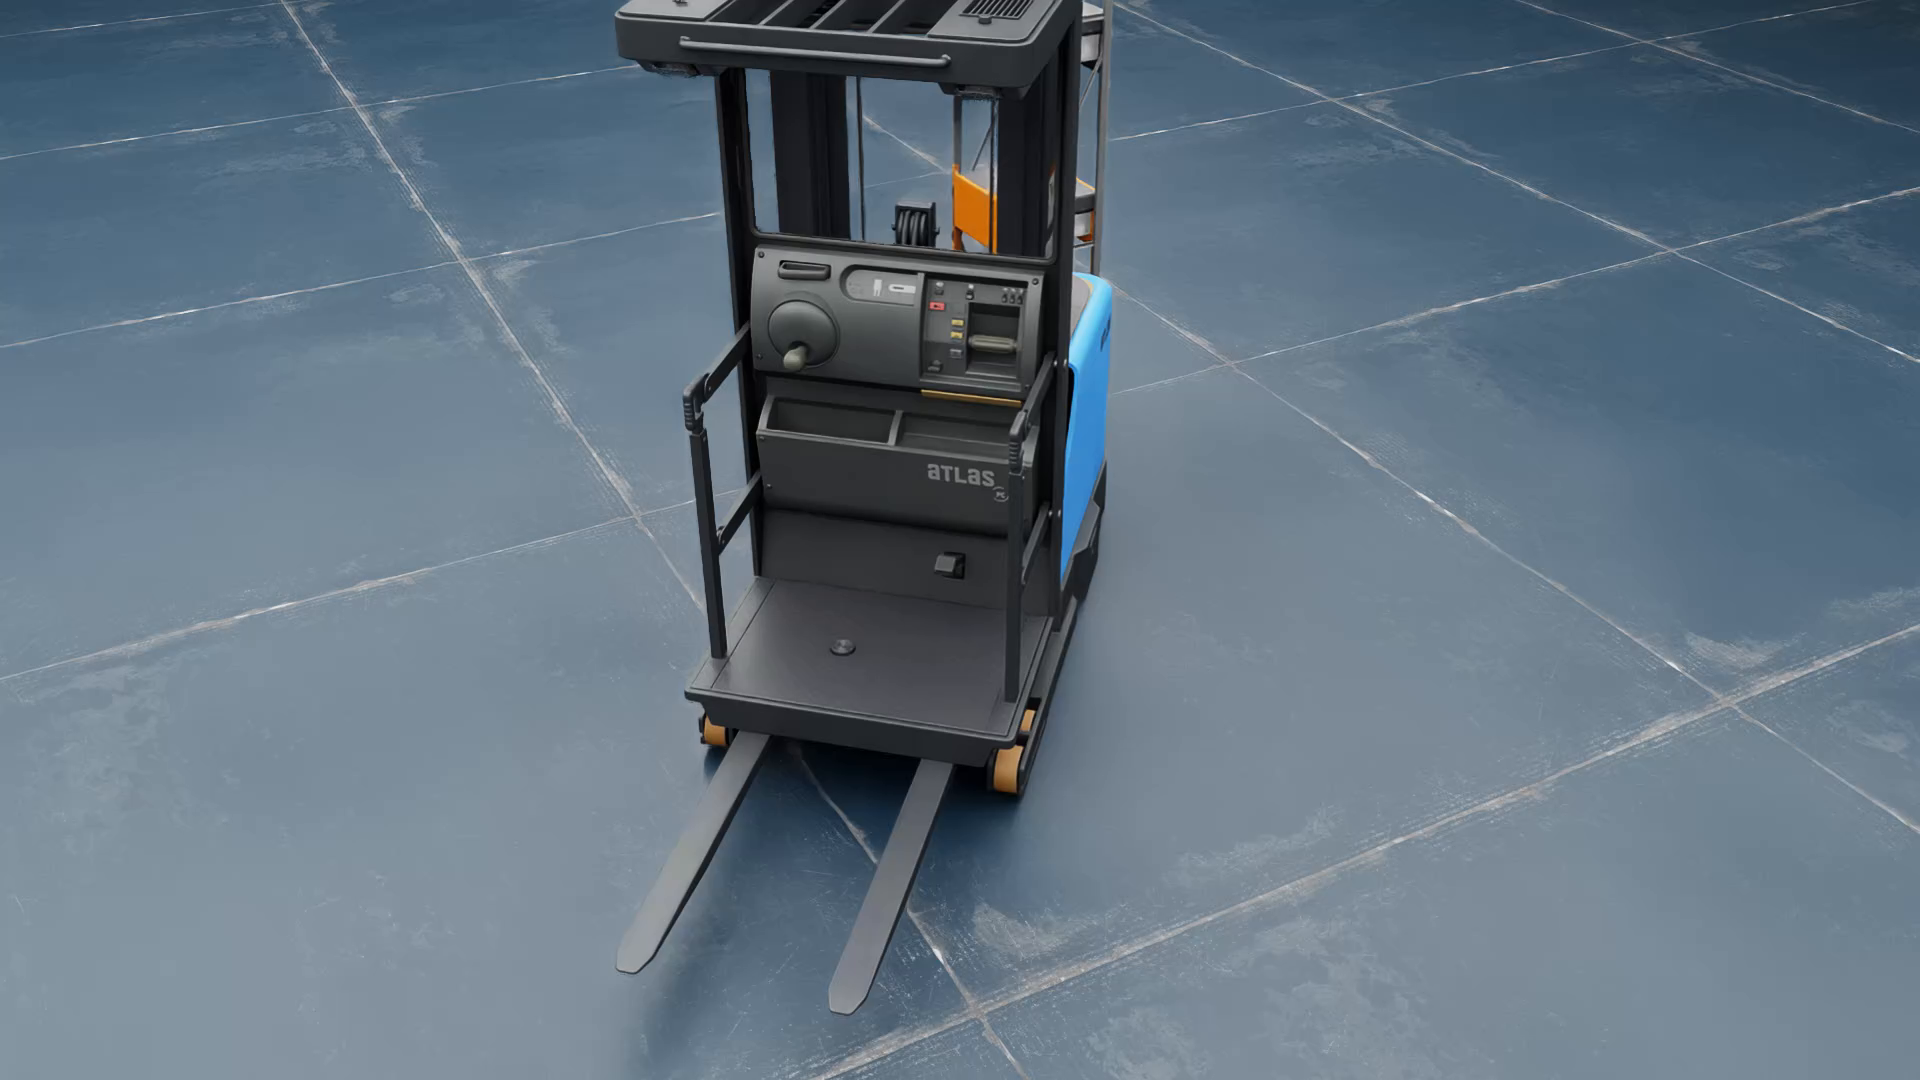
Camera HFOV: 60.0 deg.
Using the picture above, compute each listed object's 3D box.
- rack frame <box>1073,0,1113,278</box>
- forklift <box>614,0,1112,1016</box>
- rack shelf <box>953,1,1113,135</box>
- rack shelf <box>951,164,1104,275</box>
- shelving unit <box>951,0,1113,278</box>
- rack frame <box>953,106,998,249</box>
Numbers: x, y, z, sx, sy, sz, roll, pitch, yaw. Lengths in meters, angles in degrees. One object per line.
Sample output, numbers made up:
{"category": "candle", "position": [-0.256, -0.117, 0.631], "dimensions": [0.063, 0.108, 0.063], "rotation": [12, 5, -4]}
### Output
{"category": "rack frame", "position": [0.388, -1.136, 6.577], "dimensions": [0.400, 2.100, 0.015], "rotation": [-17, 36, -24]}
{"category": "forklift", "position": [-0.253, -0.630, 5.017], "dimensions": [1.130, 2.935, 3.031], "rotation": [7, 33, 12]}
{"category": "rack shelf", "position": [0.269, -1.829, 6.385], "dimensions": [0.431, 0.518, 0.480], "rotation": [-17, 36, -24]}
{"category": "rack shelf", "position": [0.269, -1.239, 6.763], "dimensions": [0.431, 0.518, 0.480], "rotation": [-17, 36, -24]}
{"category": "shelving unit", "position": [0.269, -1.251, 6.756], "dimensions": [0.431, 2.100, 0.503], "rotation": [-17, 36, -24]}
{"category": "rack frame", "position": [0.149, -1.365, 6.935], "dimensions": [0.400, 2.100, 0.015], "rotation": [-17, 36, -24]}
